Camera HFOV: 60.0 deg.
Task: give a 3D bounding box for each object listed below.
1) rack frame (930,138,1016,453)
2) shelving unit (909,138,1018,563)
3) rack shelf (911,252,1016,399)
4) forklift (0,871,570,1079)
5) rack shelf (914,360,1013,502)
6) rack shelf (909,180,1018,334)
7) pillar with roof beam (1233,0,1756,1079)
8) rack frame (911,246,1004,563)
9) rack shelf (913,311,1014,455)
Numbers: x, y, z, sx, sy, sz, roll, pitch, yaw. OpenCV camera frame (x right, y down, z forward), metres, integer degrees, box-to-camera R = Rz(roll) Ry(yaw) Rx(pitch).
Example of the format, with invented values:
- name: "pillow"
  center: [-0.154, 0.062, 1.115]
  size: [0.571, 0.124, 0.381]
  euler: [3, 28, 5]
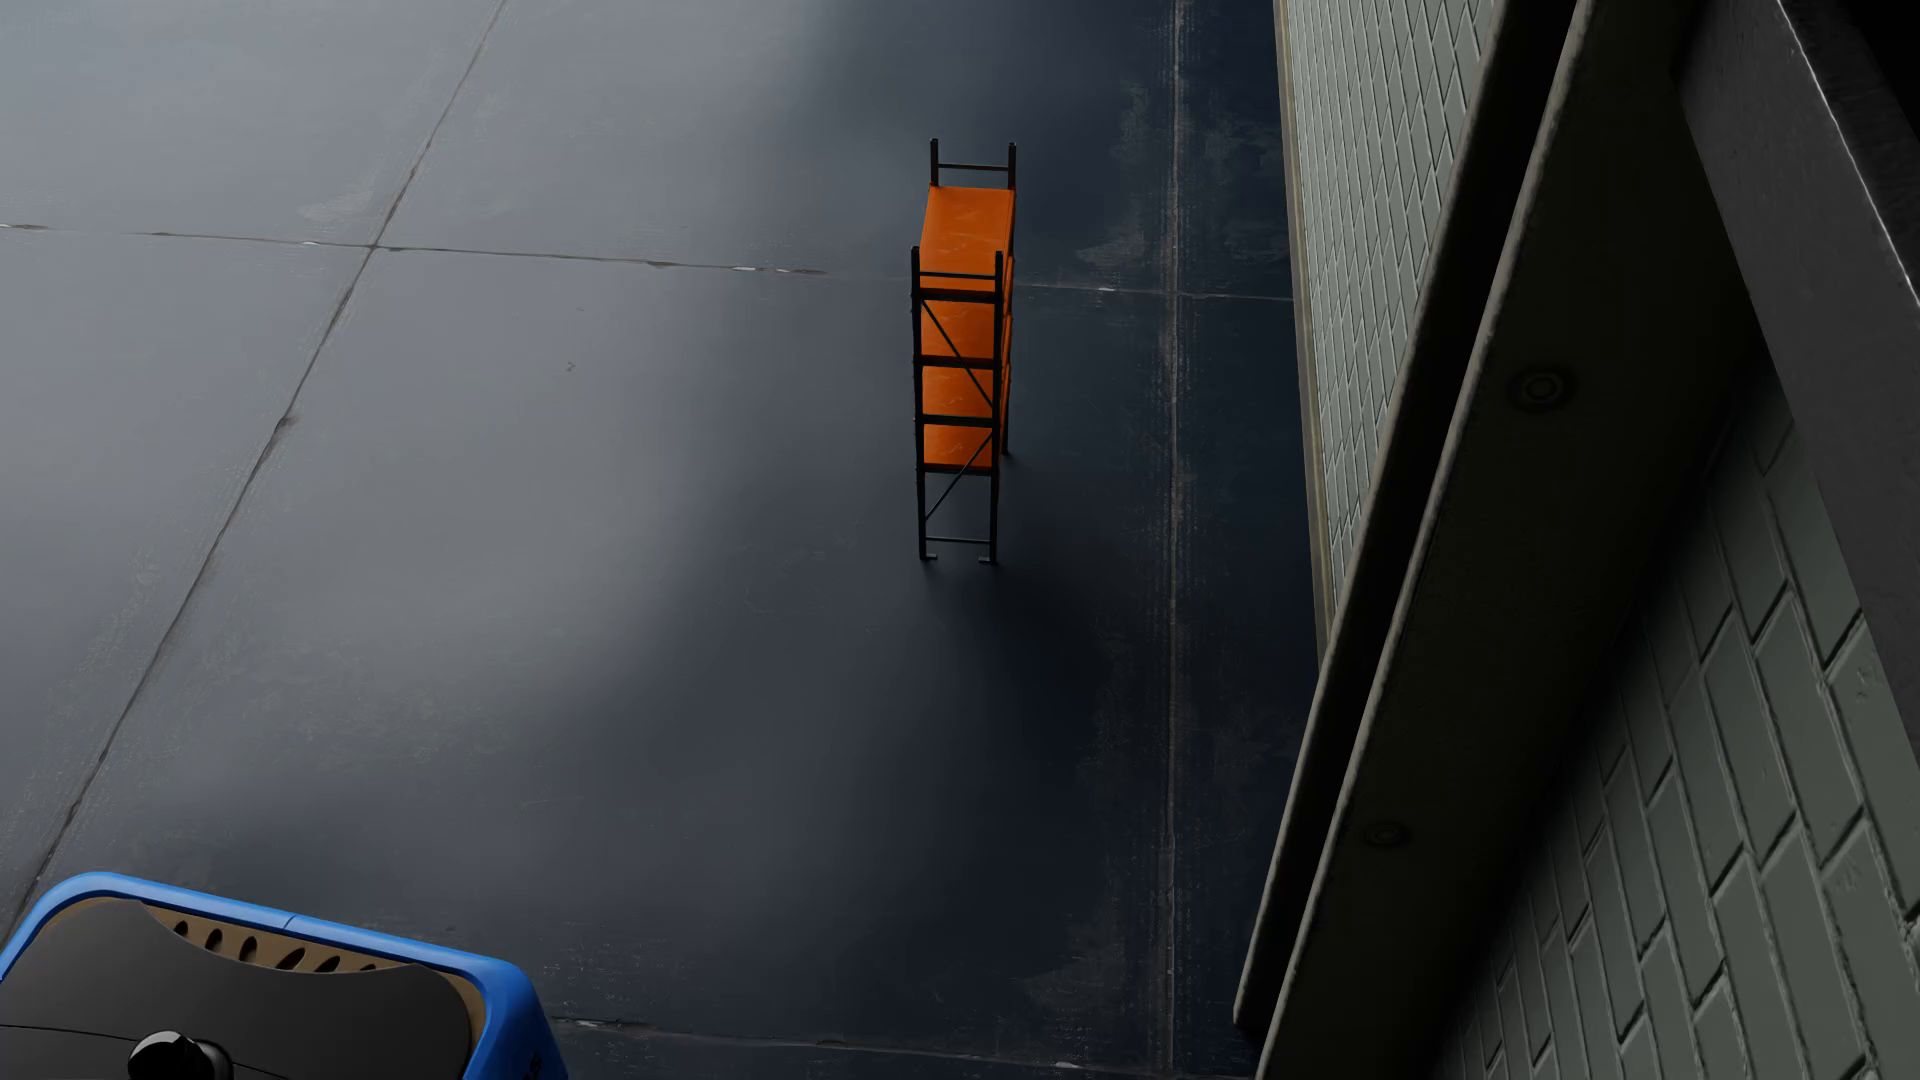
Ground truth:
- name: "rack frame"
  center: [0.037, -0.706, 5.083]
  size: [0.240, 1.200, 0.015]
  euler: [4, 48, 4]
- name: "shelving unit"
  center: [0.015, -0.527, 4.919]
  size: [0.258, 1.200, 0.503]
  euler: [4, 48, 4]
- name: "rack shelf"
  center: [0.015, -0.632, 4.803]
  size: [0.258, 0.148, 0.480]
  euler: [4, 48, 4]
- name: "forklift"
  center: [-1.606, 1.507, 1.885]
  size: [1.130, 2.935, 3.031]
  euler: [10, 48, 9]
- name: "rack shelf"
  center: [0.015, -0.347, 5.115]
  size: [0.258, 0.148, 0.480]
  euler: [4, 48, 4]
- name: "rack shelf"
  center: [0.015, -0.792, 4.629]
  size: [0.258, 0.148, 0.480]
  euler: [4, 48, 4]
- name: "pillar with roof beam"
  center: [-3.463, -2.003, 0.984]
  size: [9.100, 9.000, 0.400]
  euler: [4, 48, 4]
- name: "rack frame"
  center: [-0.007, -0.347, 4.755]
  size: [0.240, 1.200, 0.015]
  euler: [4, 48, 4]
- name: "rack shelf"
  center: [0.015, -0.481, 4.968]
  size: [0.258, 0.148, 0.480]
  euler: [4, 48, 4]
